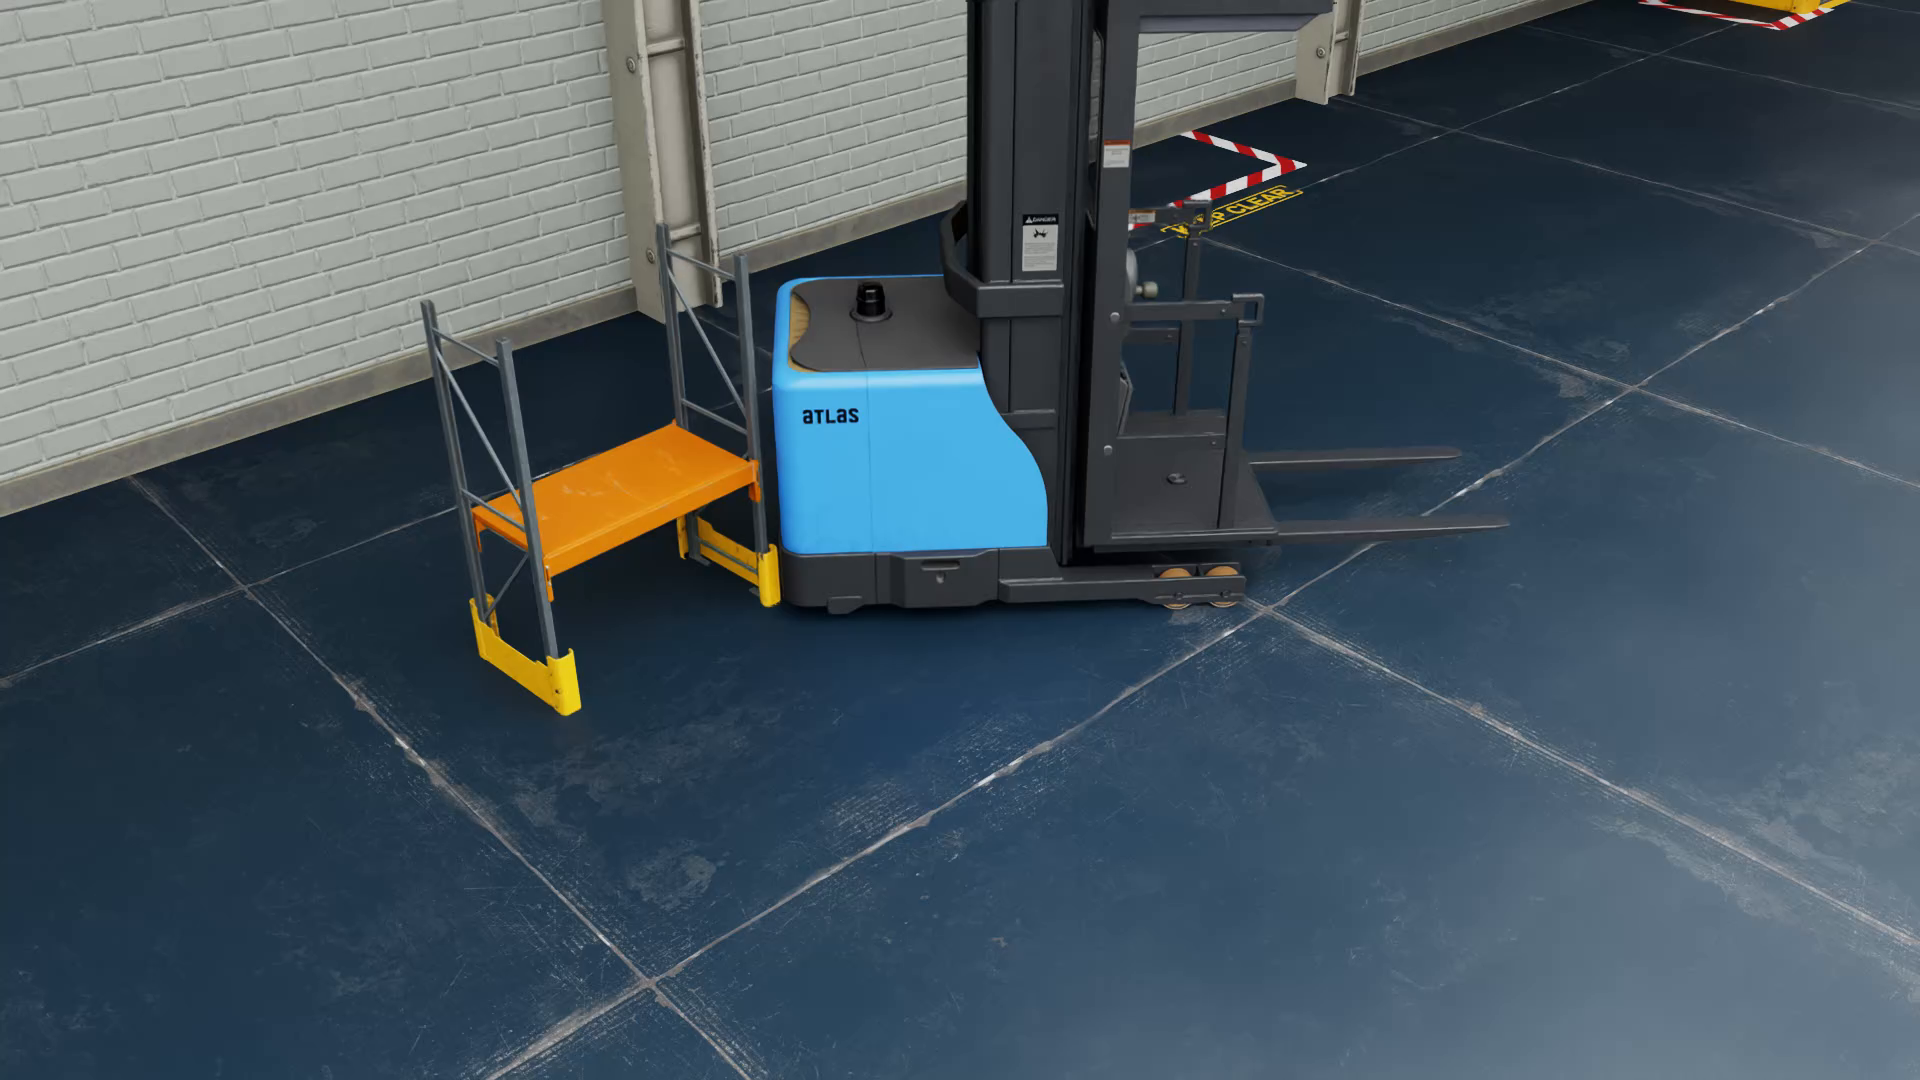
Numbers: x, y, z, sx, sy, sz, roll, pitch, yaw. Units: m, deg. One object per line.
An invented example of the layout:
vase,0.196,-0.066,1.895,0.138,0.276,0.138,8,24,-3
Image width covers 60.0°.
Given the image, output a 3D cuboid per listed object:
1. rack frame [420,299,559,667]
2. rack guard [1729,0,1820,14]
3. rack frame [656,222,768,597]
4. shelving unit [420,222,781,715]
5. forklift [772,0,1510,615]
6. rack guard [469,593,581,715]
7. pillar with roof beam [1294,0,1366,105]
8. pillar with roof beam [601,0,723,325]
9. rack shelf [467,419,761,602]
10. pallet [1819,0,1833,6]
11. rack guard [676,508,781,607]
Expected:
rack frame,-1.665,-0.097,5.971,0.500,1.500,0.032,26,40,36
rack guard,7.343,-5.236,15.334,0.348,0.500,1.175,-26,40,-35
rack frame,-0.969,-0.484,6.604,0.500,1.500,0.032,26,40,36
shelving unit,-1.311,-0.294,6.293,0.587,1.500,1.083,26,40,36
forklift,0.761,-1.243,6.473,3.031,2.935,1.130,-2,32,-3
rack guard,-1.652,0.429,6.309,0.587,0.250,0.087,26,40,36
pillar with roof beam,5.740,-5.639,7.846,0.400,9.000,9.100,-26,40,-35
pillar with roof beam,1.340,-3.511,4.366,0.400,9.000,9.100,-26,40,-35
rack shelf,-1.317,-0.137,6.381,0.538,0.185,1.000,26,40,36
pallet,7.963,-5.388,15.858,1.213,0.211,1.003,-26,40,-35
rack guard,-0.970,0.050,6.929,0.587,0.250,0.087,26,40,36
